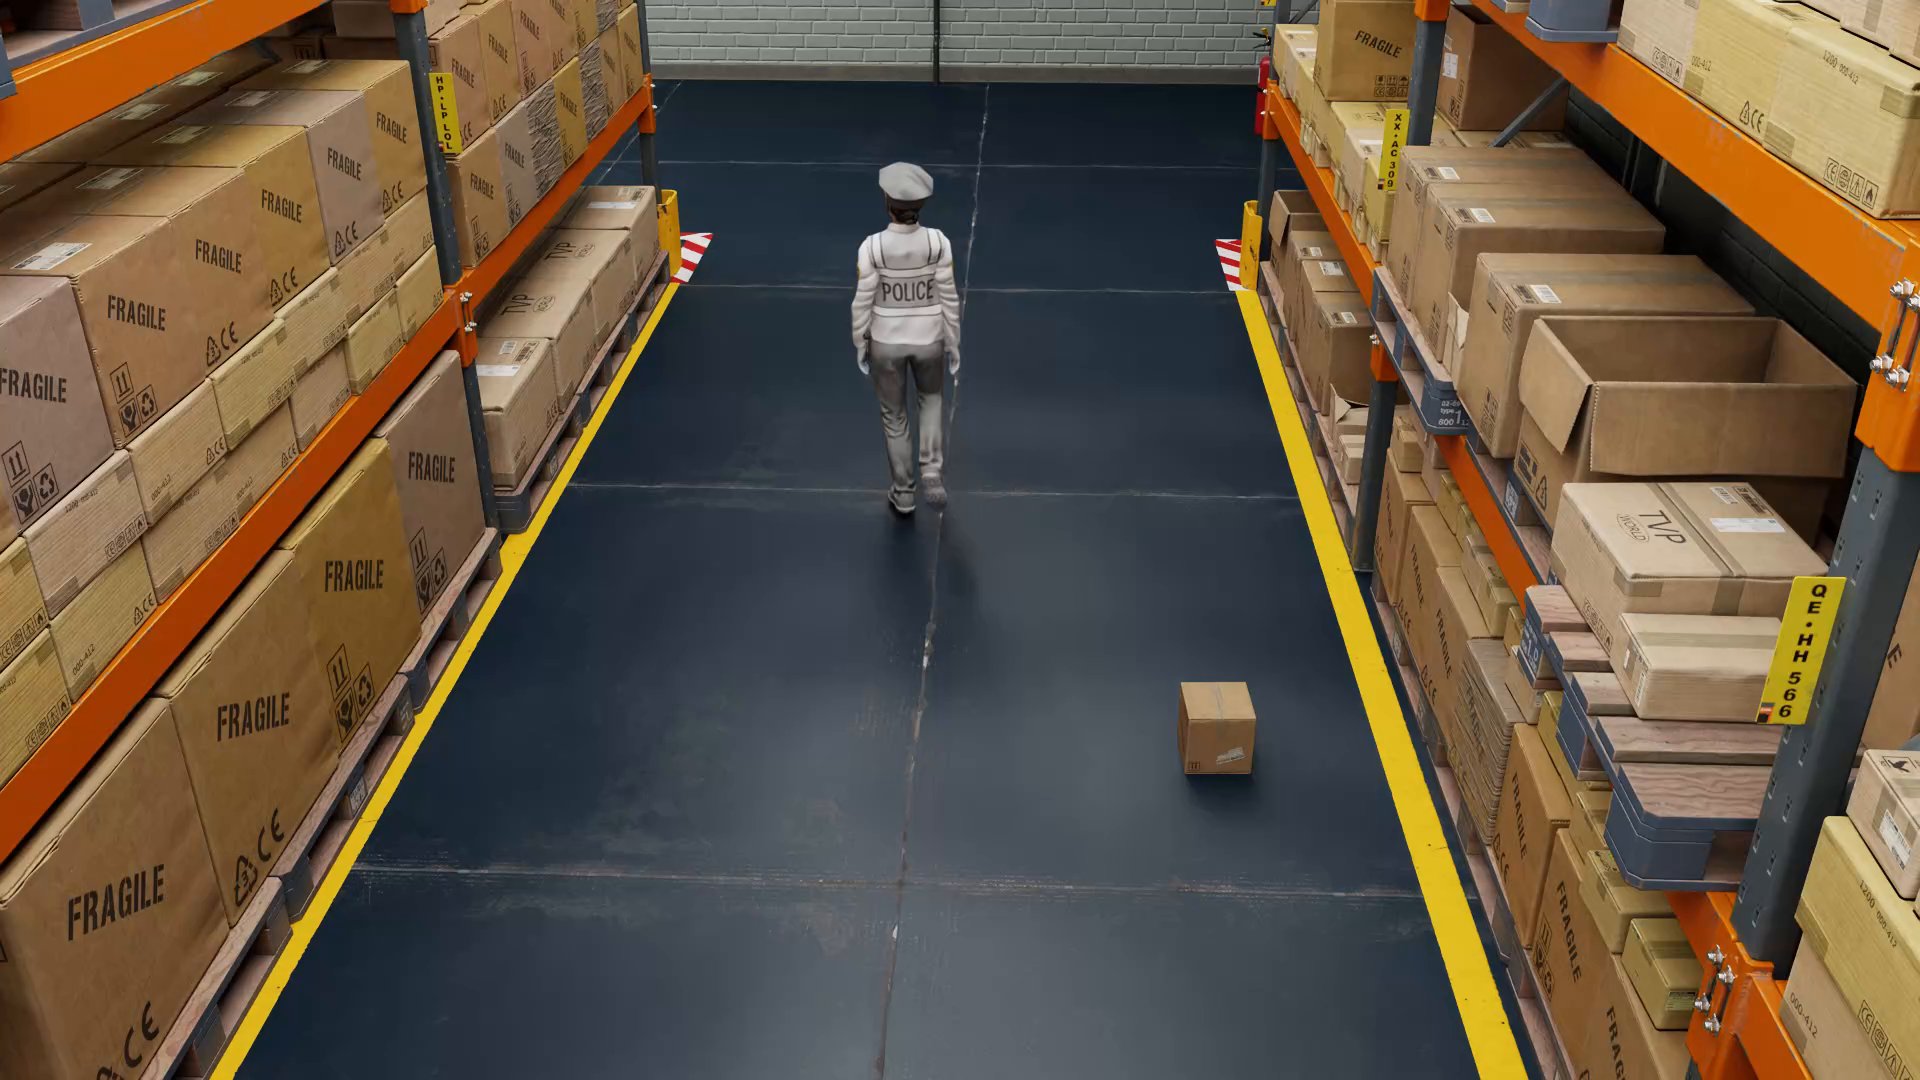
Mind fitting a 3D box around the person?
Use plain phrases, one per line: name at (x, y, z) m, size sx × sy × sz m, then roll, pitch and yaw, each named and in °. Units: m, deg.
person at (-3.291, 0.524, 4.564) m, size 7.927 × 2.202 × 5.993 m, roll -6°, pitch 29°, yaw -11°
